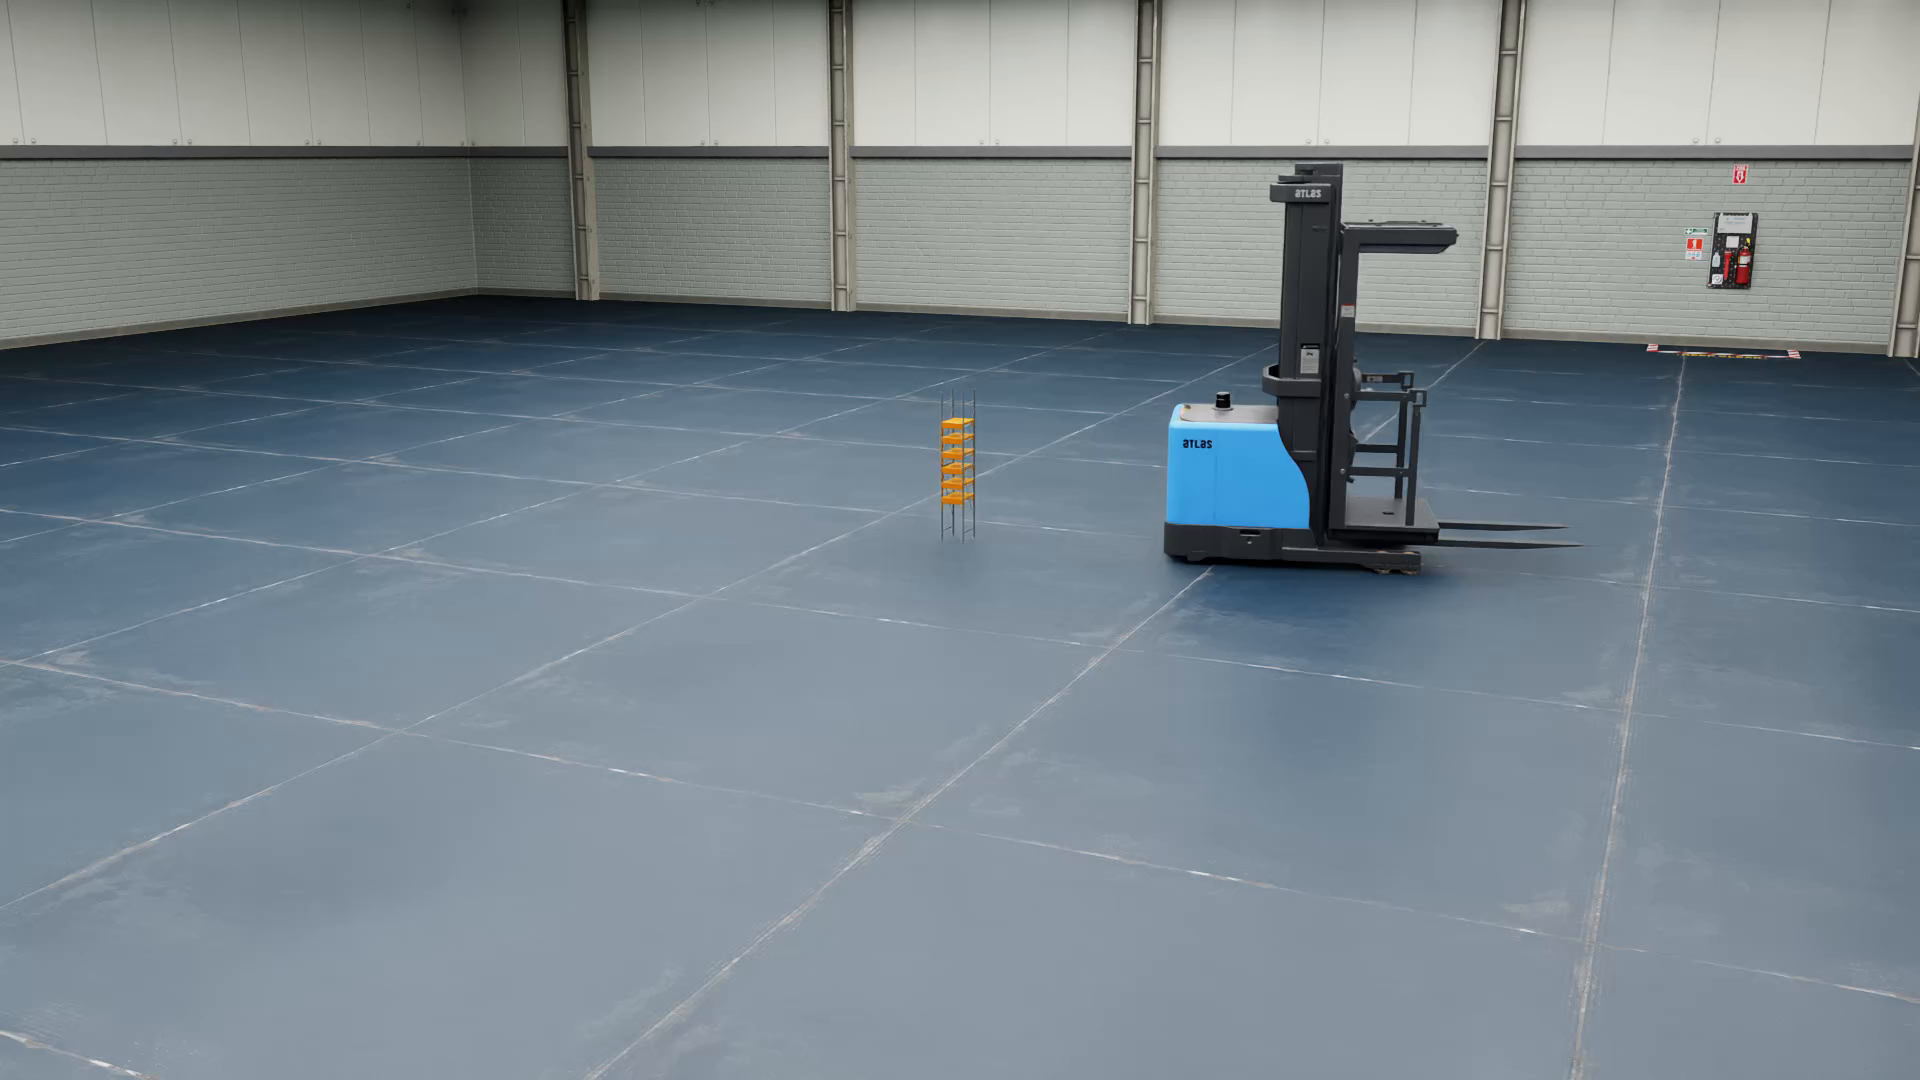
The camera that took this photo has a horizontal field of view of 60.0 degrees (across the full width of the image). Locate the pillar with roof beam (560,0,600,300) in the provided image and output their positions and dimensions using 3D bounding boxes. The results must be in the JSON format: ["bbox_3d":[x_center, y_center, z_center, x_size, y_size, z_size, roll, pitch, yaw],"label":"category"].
[{"bbox_3d":[-9.472,-8.479,29.692,0.400,9.000,9.100,6,14,23],"label":"pillar with roof beam"}]

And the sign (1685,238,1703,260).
[{"bbox_3d":[11.507,-4.564,26.060,0.234,0.329,0.001,6,14,23],"label":"sign"}]

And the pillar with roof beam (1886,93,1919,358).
[{"bbox_3d":[12.471,-6.259,20.228,0.400,9.000,9.100,6,14,23],"label":"pillar with roof beam"}]

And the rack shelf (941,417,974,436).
[{"bbox_3d":[-0.013,-0.893,13.051,0.180,0.103,0.258,6,14,23],"label":"rack shelf"}]

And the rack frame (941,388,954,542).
[{"bbox_3d":[-0.097,-0.594,13.160,0.006,1.200,0.240,6,14,23],"label":"rack frame"}]

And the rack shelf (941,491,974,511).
[{"bbox_3d":[-0.013,-0.309,13.188,0.180,0.103,0.258,6,14,23],"label":"rack shelf"}]

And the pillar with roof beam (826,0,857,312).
[{"bbox_3d":[-3.987,-7.924,27.326,0.400,9.000,9.100,6,14,23],"label":"pillar with roof beam"}]

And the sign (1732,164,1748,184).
[{"bbox_3d":[12.004,-5.624,25.581,0.199,0.298,0.001,6,14,23],"label":"sign"}]

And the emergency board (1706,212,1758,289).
[{"bbox_3d":[11.971,-4.474,25.754,0.643,1.169,0.194,6,14,23],"label":"emergency board"}]

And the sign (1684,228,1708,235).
[{"bbox_3d":[11.507,-4.819,25.989,0.331,0.109,0.001,6,14,23],"label":"sign"}]

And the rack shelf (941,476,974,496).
[{"bbox_3d":[-0.013,-0.425,13.161,0.180,0.103,0.258,6,14,23],"label":"rack shelf"}]

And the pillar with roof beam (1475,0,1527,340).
[{"bbox_3d":[6.985,-6.814,22.594,0.400,9.000,9.100,6,14,23],"label":"pillar with roof beam"}]

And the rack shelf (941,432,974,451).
[{"bbox_3d":[-0.013,-0.776,13.079,0.180,0.103,0.258,6,14,23],"label":"rack shelf"}]

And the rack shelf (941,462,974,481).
[{"bbox_3d":[-0.013,-0.542,13.134,0.180,0.103,0.258,6,14,23],"label":"rack shelf"}]

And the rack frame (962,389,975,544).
[{"bbox_3d":[0.070,-0.577,13.087,0.006,1.200,0.240,6,14,23],"label":"rack frame"}]

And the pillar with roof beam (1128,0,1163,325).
[{"bbox_3d":[1.499,-7.369,24.960,0.400,9.000,9.100,6,14,23],"label":"pillar with roof beam"}]

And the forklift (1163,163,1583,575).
[{"bbox_3d":[3.102,-1.305,12.401,3.031,2.935,1.130,2,13,9],"label":"forklift"}]

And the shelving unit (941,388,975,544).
[{"bbox_3d":[-0.013,-0.585,13.123,0.189,1.200,0.258,6,14,23],"label":"shelving unit"}]

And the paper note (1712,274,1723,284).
[{"bbox_3d":[11.837,-4.076,25.986,0.142,0.148,0.016,6,14,23],"label":"paper note"}]

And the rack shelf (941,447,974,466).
[{"bbox_3d":[-0.013,-0.659,13.106,0.180,0.103,0.258,6,14,23],"label":"rack shelf"}]
